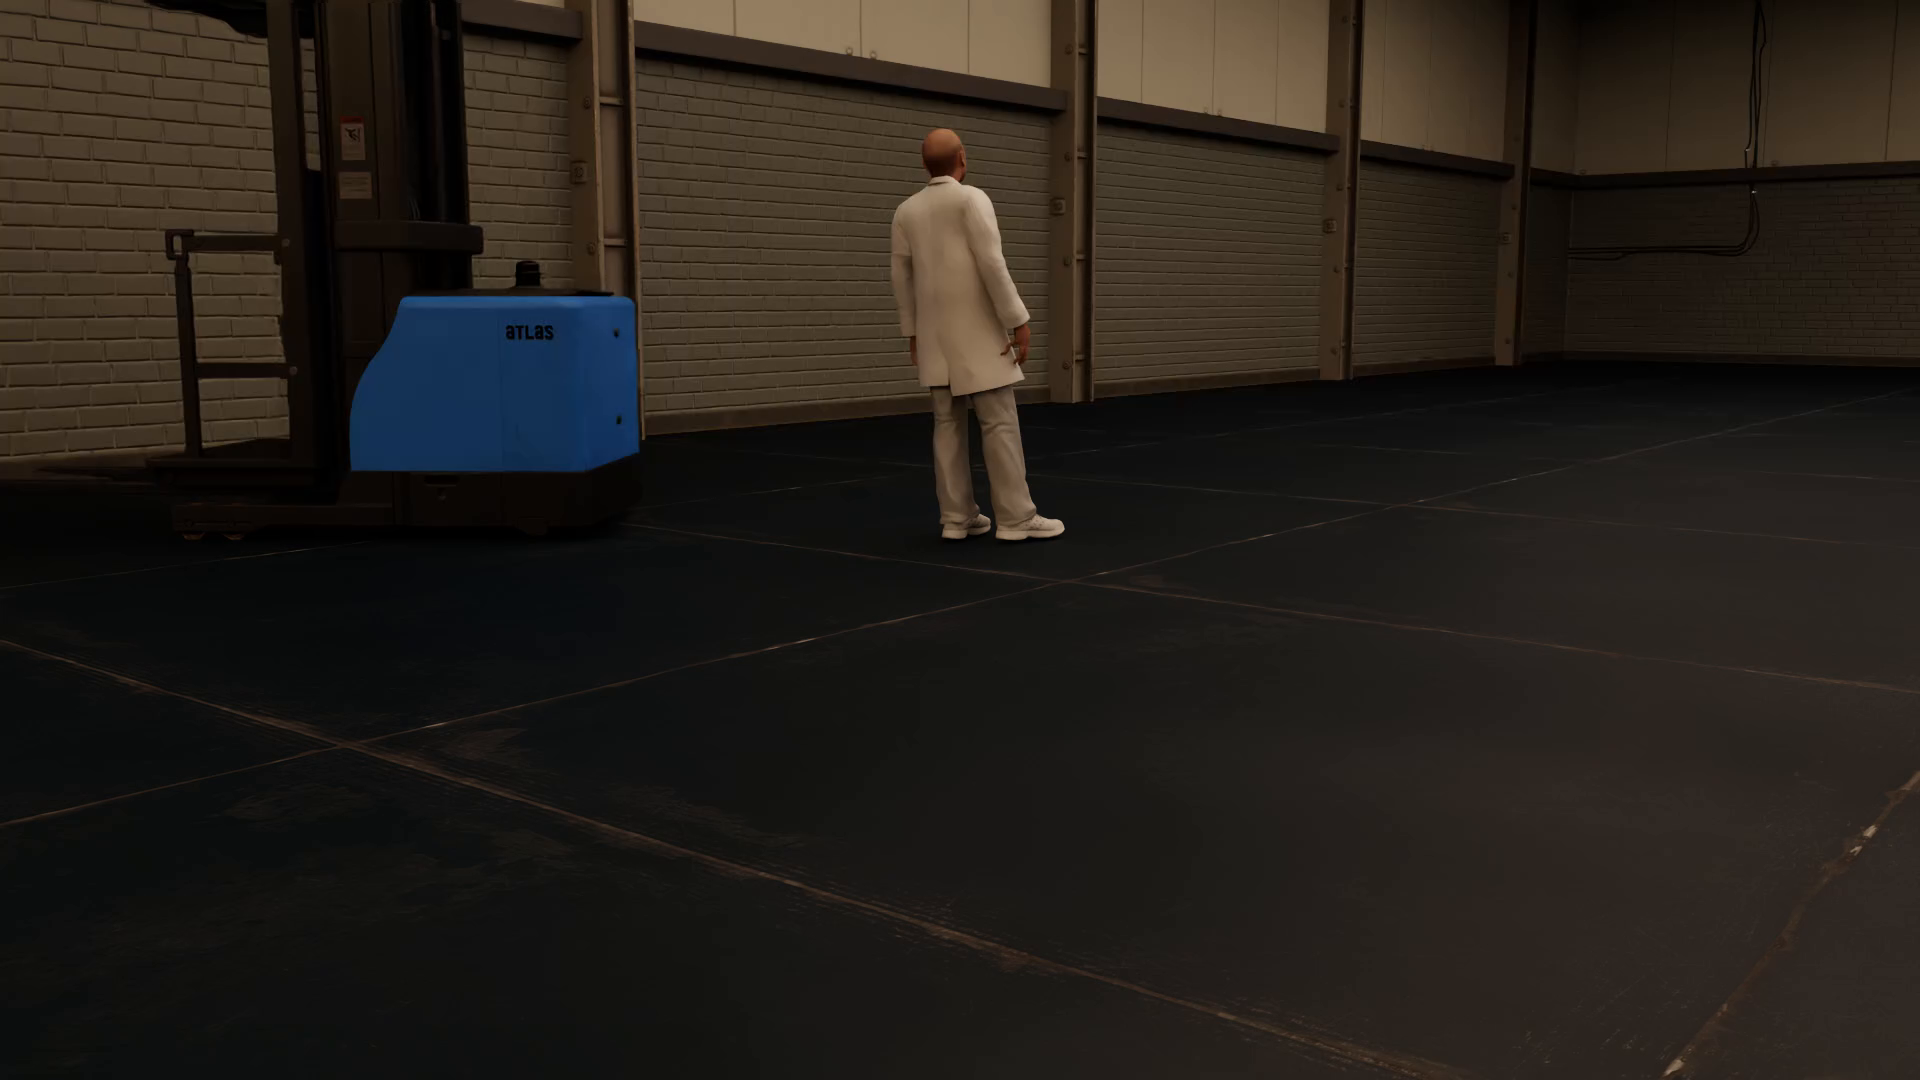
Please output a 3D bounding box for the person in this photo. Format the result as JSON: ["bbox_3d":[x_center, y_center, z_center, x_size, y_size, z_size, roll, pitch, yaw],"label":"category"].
[{"bbox_3d":[0.061,-0.897,7.342,0.696,1.776,0.581,7,11,38],"label":"person"}]

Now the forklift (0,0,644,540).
[{"bbox_3d":[-3.108,-1.527,7.716,3.031,2.935,1.130,1,8,4],"label":"forklift"}]
